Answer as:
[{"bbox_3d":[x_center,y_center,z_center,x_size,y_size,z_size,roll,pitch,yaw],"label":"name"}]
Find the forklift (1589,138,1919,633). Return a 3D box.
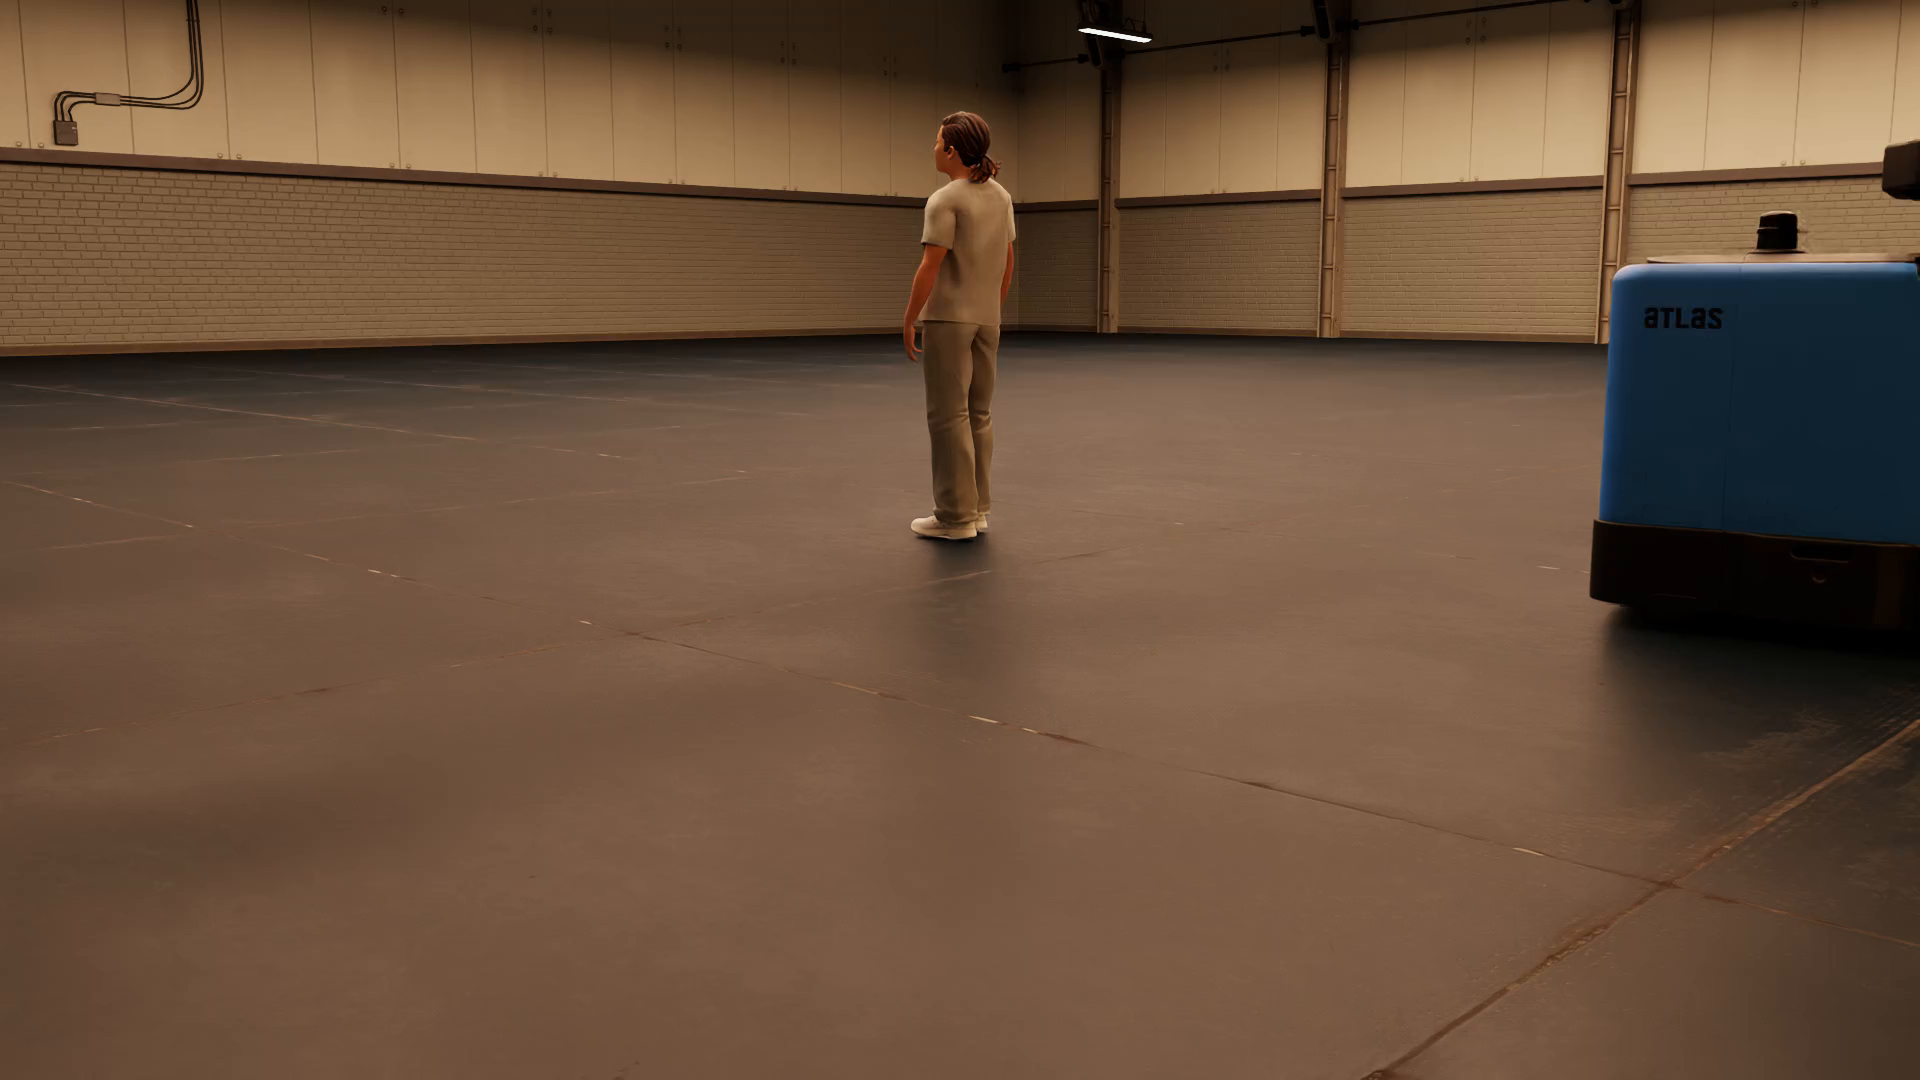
[{"bbox_3d":[3.437,-1.139,4.441,3.031,2.935,1.130,5,10,32],"label":"forklift"}]

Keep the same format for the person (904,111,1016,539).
[{"bbox_3d":[-0.043,-0.845,6.652,0.549,1.675,0.549,8,12,43],"label":"person"}]
